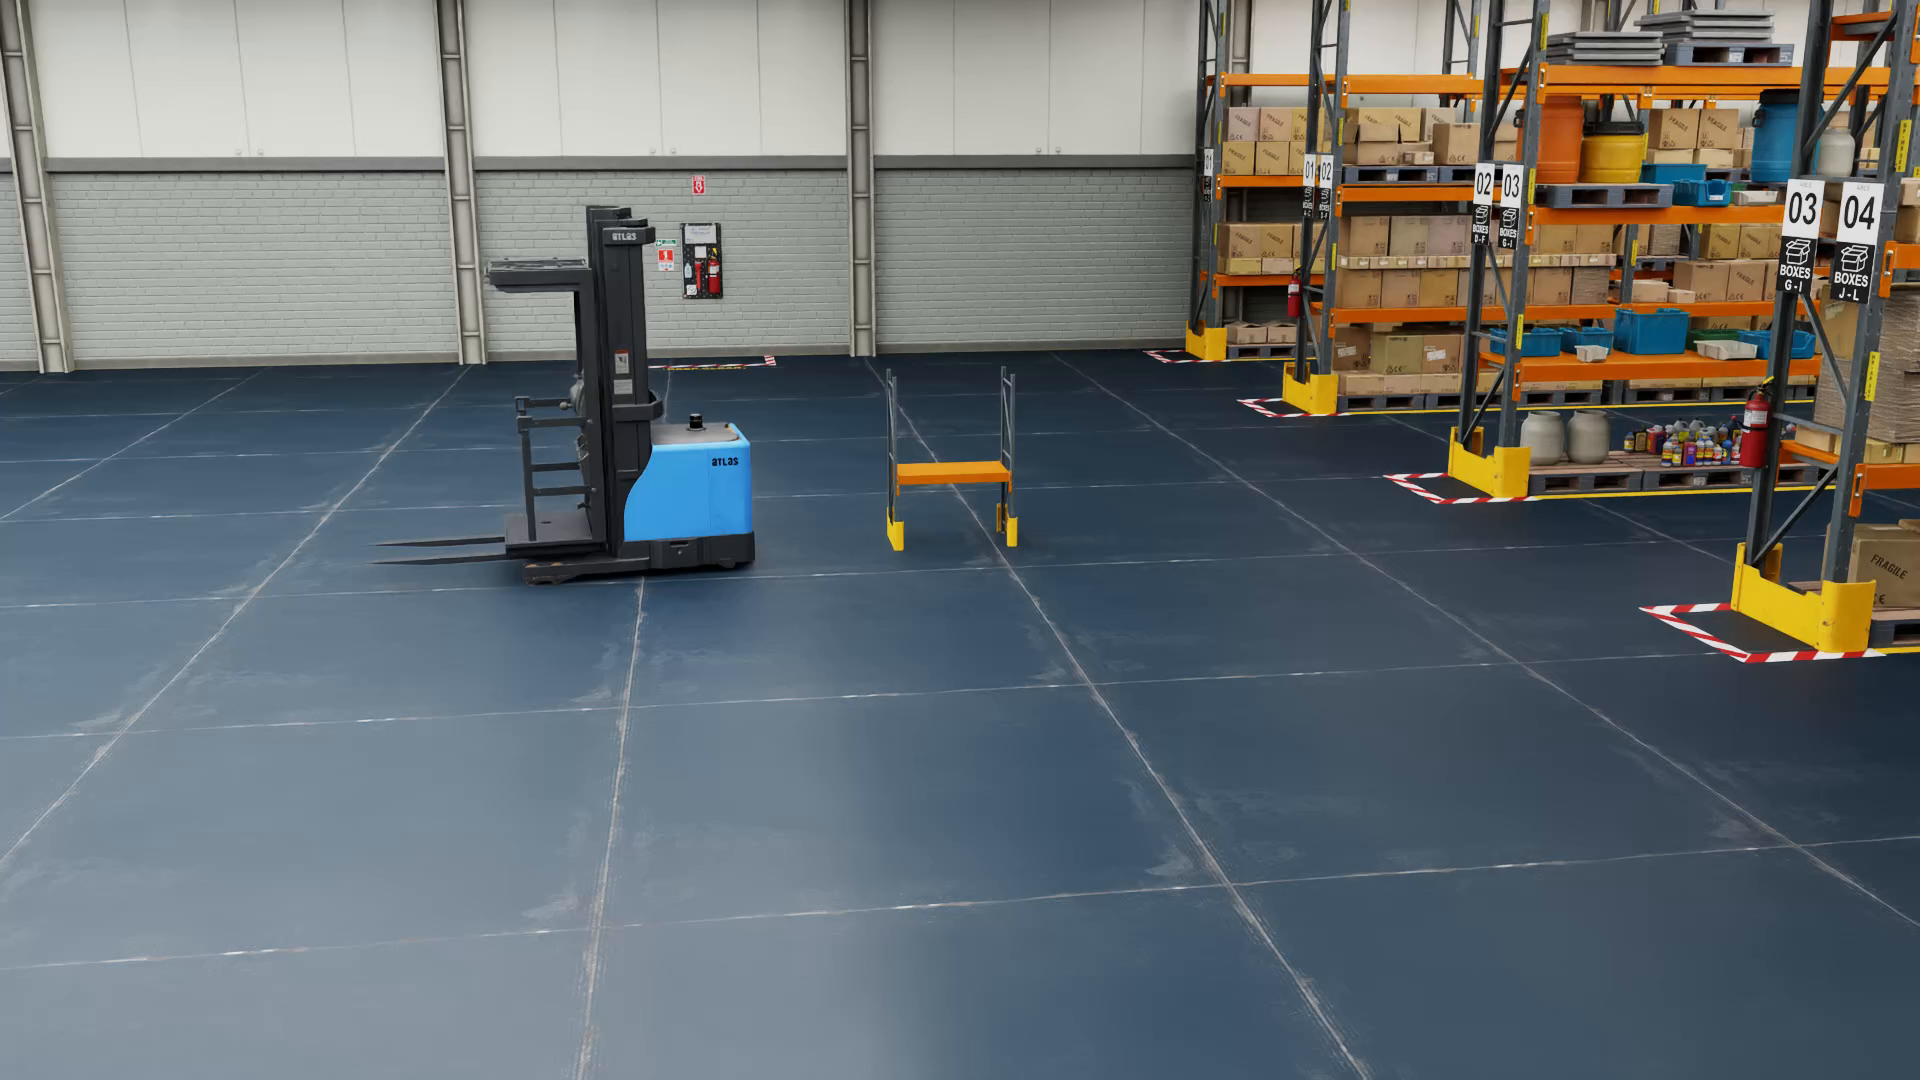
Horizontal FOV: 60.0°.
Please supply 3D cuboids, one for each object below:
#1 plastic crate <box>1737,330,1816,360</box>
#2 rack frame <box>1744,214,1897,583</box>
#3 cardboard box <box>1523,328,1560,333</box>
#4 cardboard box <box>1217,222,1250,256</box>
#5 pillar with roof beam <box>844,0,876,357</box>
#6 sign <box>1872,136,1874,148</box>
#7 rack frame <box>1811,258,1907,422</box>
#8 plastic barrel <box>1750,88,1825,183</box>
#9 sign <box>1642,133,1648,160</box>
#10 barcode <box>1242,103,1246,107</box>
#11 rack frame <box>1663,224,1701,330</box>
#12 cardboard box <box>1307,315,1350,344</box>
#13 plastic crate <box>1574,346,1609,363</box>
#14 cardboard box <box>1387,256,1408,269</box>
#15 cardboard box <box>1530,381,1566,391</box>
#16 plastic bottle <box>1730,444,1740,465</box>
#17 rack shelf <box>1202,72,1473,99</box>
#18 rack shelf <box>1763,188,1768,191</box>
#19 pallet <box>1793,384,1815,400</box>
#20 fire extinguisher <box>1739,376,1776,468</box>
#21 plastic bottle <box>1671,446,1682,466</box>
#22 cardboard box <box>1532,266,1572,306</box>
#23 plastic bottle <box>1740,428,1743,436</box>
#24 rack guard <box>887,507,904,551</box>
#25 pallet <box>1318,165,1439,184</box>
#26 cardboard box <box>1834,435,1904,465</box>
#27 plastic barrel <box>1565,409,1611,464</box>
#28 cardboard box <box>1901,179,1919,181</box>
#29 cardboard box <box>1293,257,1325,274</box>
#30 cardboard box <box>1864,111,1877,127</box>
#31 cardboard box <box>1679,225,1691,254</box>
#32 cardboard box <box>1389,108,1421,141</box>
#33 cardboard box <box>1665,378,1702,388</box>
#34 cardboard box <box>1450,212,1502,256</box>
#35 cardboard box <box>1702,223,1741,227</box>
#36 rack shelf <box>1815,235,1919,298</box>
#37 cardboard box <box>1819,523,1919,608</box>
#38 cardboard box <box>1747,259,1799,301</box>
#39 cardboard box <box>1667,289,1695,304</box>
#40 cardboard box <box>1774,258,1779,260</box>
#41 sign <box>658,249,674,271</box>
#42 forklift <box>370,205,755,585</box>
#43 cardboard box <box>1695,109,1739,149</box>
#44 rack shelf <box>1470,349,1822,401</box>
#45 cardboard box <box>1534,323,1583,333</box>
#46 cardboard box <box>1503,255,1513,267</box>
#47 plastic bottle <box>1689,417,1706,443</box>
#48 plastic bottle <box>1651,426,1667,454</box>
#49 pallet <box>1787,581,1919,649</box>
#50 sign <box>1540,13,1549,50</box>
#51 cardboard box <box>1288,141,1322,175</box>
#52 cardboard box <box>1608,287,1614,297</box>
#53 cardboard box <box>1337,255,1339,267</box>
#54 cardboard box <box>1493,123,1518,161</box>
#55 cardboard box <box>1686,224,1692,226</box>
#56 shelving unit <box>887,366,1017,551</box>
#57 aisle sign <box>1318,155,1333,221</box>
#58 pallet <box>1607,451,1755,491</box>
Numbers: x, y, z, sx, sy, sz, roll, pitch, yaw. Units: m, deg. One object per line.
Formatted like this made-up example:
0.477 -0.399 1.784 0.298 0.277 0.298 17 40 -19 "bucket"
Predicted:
8.199 -1.968 16.707 0.616 0.251 0.499 -2 14 -8 "plastic crate"
6.035 -0.809 11.781 0.127 3.000 1.000 -2 14 -8 "rack frame"
7.596 -2.486 21.715 0.500 0.500 0.500 -2 14 -8 "cardboard box"
4.256 -4.752 26.230 0.500 0.500 0.500 -2 14 -9 "cardboard box"
-0.907 -6.274 21.238 0.400 9.000 9.100 -2 14 -8 "pillar with roof beam"
12.395 -5.318 22.532 0.005 0.325 0.100 -2 14 -8 "sign"
9.252 -2.145 17.109 0.127 3.000 1.000 -2 14 -8 "rack frame"
8.252 -4.037 16.591 0.708 0.901 0.600 -2 14 -8 "plastic barrel"
8.602 -4.947 20.891 0.005 0.325 0.100 -2 14 -8 "sign"
4.449 -6.809 26.044 0.075 0.075 0.001 -2 14 -8 "barcode"
11.732 -4.673 27.189 0.127 3.000 1.000 -2 14 -8 "rack frame"
5.815 -3.423 26.438 0.500 0.500 0.700 -3 14 -12 "cardboard box"
6.230 -1.827 16.384 0.250 0.136 0.298 -2 14 -8 "plastic crate"
5.491 -3.536 21.117 0.250 0.149 0.380 -2 14 -8 "cardboard box"
7.596 -2.122 21.805 0.500 0.250 0.500 -2 14 -8 "cardboard box"
7.875 -0.874 16.889 0.097 0.201 0.097 0 14 0 "plastic bottle"
5.799 -7.015 25.681 4.000 0.370 1.077 -2 14 -8 "rack shelf"
10.496 -4.515 21.872 4.000 0.370 1.077 -2 14 -8 "rack shelf"
11.654 -2.109 22.696 1.213 0.211 1.003 -2 14 -8 "pallet"
5.853 -0.878 12.216 0.183 0.674 0.296 -2 14 -8 "fire extinguisher"
7.239 -0.851 16.796 0.097 0.201 0.097 0 14 0 "plastic bottle"
7.560 -3.347 21.696 0.500 0.500 0.700 -2 14 -9 "cardboard box"
8.267 -1.071 17.532 0.097 0.271 0.097 0 14 0 "plastic bottle"
-0.568 -0.100 14.608 0.087 0.250 0.587 -2 14 -8 "rack guard"
5.266 -4.623 21.006 1.213 0.211 1.003 -2 14 -8 "pallet"
6.352 -0.640 11.624 0.250 0.149 0.380 -2 14 -8 "cardboard box"
6.432 -1.058 17.024 0.421 0.512 0.421 0 14 0 "plastic barrel"
6.538 -2.451 11.650 0.250 0.149 0.380 -3 14 -10 "cardboard box"
5.367 -4.301 25.972 0.500 0.250 0.500 -2 14 -9 "cardboard box"
14.798 -6.898 27.244 0.500 0.250 0.500 -1 14 -4 "cardboard box"
12.160 -4.956 27.460 0.500 0.500 0.500 -2 14 -8 "cardboard box"
6.778 -6.420 25.688 0.500 0.500 0.500 -1 14 -5 "cardboard box"
9.460 -2.180 22.037 0.500 0.250 0.500 -2 14 -7 "cardboard box"
6.592 -3.942 21.403 0.500 0.500 0.700 -2 14 -8 "cardboard box"
12.248 -5.195 26.870 0.500 0.250 0.500 -2 14 -7 "cardboard box"
8.013 -1.987 11.792 4.000 0.370 1.077 -2 14 -8 "rack shelf"
6.655 0.181 12.108 0.500 0.500 0.500 1 14 2 "cardboard box"
10.817 -3.466 22.168 0.500 0.500 0.500 -3 14 -11 "cardboard box"
9.425 -3.198 21.823 0.250 0.149 0.380 -2 14 -8 "cardboard box"
13.360 -4.571 27.256 0.250 0.149 0.380 -2 14 -7 "cardboard box"
-4.560 -4.341 25.791 0.234 0.329 0.001 -2 14 -8 "sign"
-3.274 -1.202 13.487 3.031 2.935 1.130 -4 15 -15 "forklift"
9.694 -5.325 21.528 0.500 0.500 0.500 -1 14 -3 "cardboard box"
7.275 -1.724 16.908 4.000 0.370 1.077 -2 14 -8 "rack shelf"
8.013 -2.629 22.286 0.500 0.500 0.500 -2 14 -8 "cardboard box"
7.025 -3.593 21.343 0.250 0.149 0.380 -2 14 -7 "cardboard box"
7.785 -1.122 17.571 0.185 0.351 0.144 -2 14 -9 "plastic bottle"
7.318 -1.045 17.402 0.133 0.283 0.061 -2 14 -8 "plastic bottle"
6.919 0.520 12.214 1.213 0.211 1.003 -2 14 -8 "pallet"
5.375 -4.676 15.299 0.005 0.325 0.100 -2 14 -8 "sign"
5.238 -5.879 25.585 0.500 0.500 0.500 -1 14 -6 "cardboard box"
10.455 -3.994 27.173 0.500 0.250 0.500 -2 14 -7 "cardboard box"
4.912 -3.615 21.430 0.250 0.149 0.380 -2 14 -9 "cardboard box"
6.871 -5.084 21.298 0.637 0.503 0.797 -1 14 -2 "cardboard box"
12.142 -5.318 27.362 0.500 0.250 0.500 -2 14 -7 "cardboard box"
-0.075 -0.725 14.528 1.083 1.500 0.587 -2 14 -8 "shelving unit"
4.544 -4.377 20.663 0.004 0.787 0.394 -2 14 -8 "aisle sign"
7.373 -0.733 17.212 1.213 0.211 1.003 -2 14 -8 "pallet"
